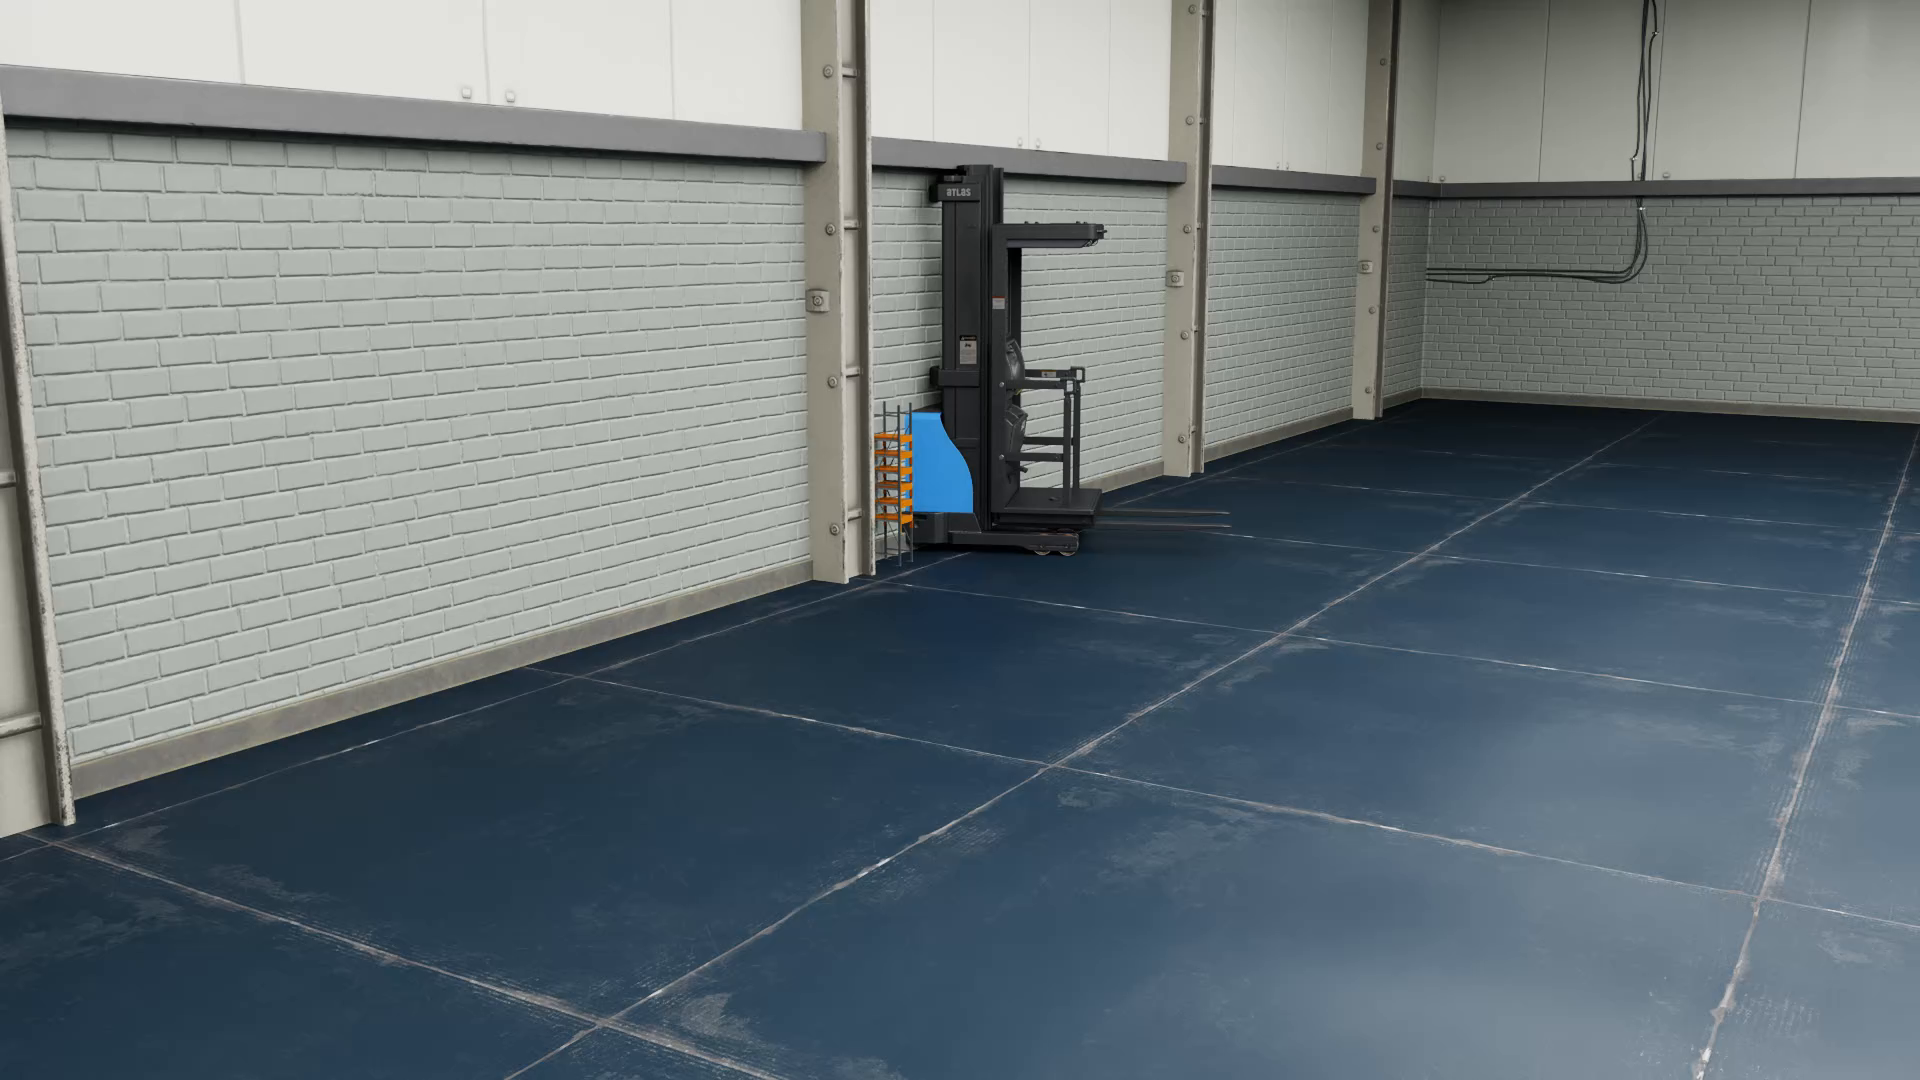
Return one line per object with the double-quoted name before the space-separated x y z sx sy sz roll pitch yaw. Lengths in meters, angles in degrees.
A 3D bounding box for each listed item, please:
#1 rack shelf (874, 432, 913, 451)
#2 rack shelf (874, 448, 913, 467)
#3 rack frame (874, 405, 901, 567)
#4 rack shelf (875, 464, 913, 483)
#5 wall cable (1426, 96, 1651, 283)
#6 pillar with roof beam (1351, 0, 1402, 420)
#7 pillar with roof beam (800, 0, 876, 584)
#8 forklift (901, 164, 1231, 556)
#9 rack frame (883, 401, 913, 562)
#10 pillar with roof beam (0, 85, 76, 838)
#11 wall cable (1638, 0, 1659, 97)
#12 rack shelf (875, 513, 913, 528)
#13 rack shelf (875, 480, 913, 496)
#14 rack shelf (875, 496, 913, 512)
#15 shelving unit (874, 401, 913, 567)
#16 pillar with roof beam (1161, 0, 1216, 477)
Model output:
"rack shelf" -0.504 -0.728 12.283 0.258 0.103 0.180 5 12 26
"rack shelf" -0.504 -0.610 12.305 0.258 0.103 0.180 5 12 26
"rack frame" -0.545 -0.403 12.260 0.240 1.200 0.006 5 12 26
"rack shelf" -0.504 -0.492 12.327 0.258 0.103 0.180 5 12 26
"wall cable" 8.047 -4.858 23.303 3.097 2.526 0.112 6 12 31
"pillar with roof beam" 9.066 -5.636 19.021 9.100 9.000 0.400 6 12 31
"pillar with roof beam" 2.836 -3.749 8.940 9.100 9.000 0.400 6 12 31
"forklift" 0.620 -1.424 13.011 3.031 2.935 1.130 2 11 8
"rack frame" -0.463 -0.433 12.421 0.240 1.200 0.006 5 12 26
"pillar with roof beam" -0.279 -2.805 3.899 9.100 9.000 0.400 6 12 31
"wall cable" 10.359 -7.082 21.458 3.097 2.526 0.112 6 12 31
"rack shelf" -0.504 -0.138 12.393 0.258 0.103 0.180 5 12 26
"rack shelf" -0.504 -0.374 12.349 0.258 0.103 0.180 5 12 26
"rack shelf" -0.504 -0.256 12.371 0.258 0.103 0.180 5 12 26
"shelving unit" -0.504 -0.418 12.341 0.258 1.200 0.189 5 12 26
"pillar with roof beam" 5.951 -4.693 13.980 9.100 9.000 0.400 6 12 31
